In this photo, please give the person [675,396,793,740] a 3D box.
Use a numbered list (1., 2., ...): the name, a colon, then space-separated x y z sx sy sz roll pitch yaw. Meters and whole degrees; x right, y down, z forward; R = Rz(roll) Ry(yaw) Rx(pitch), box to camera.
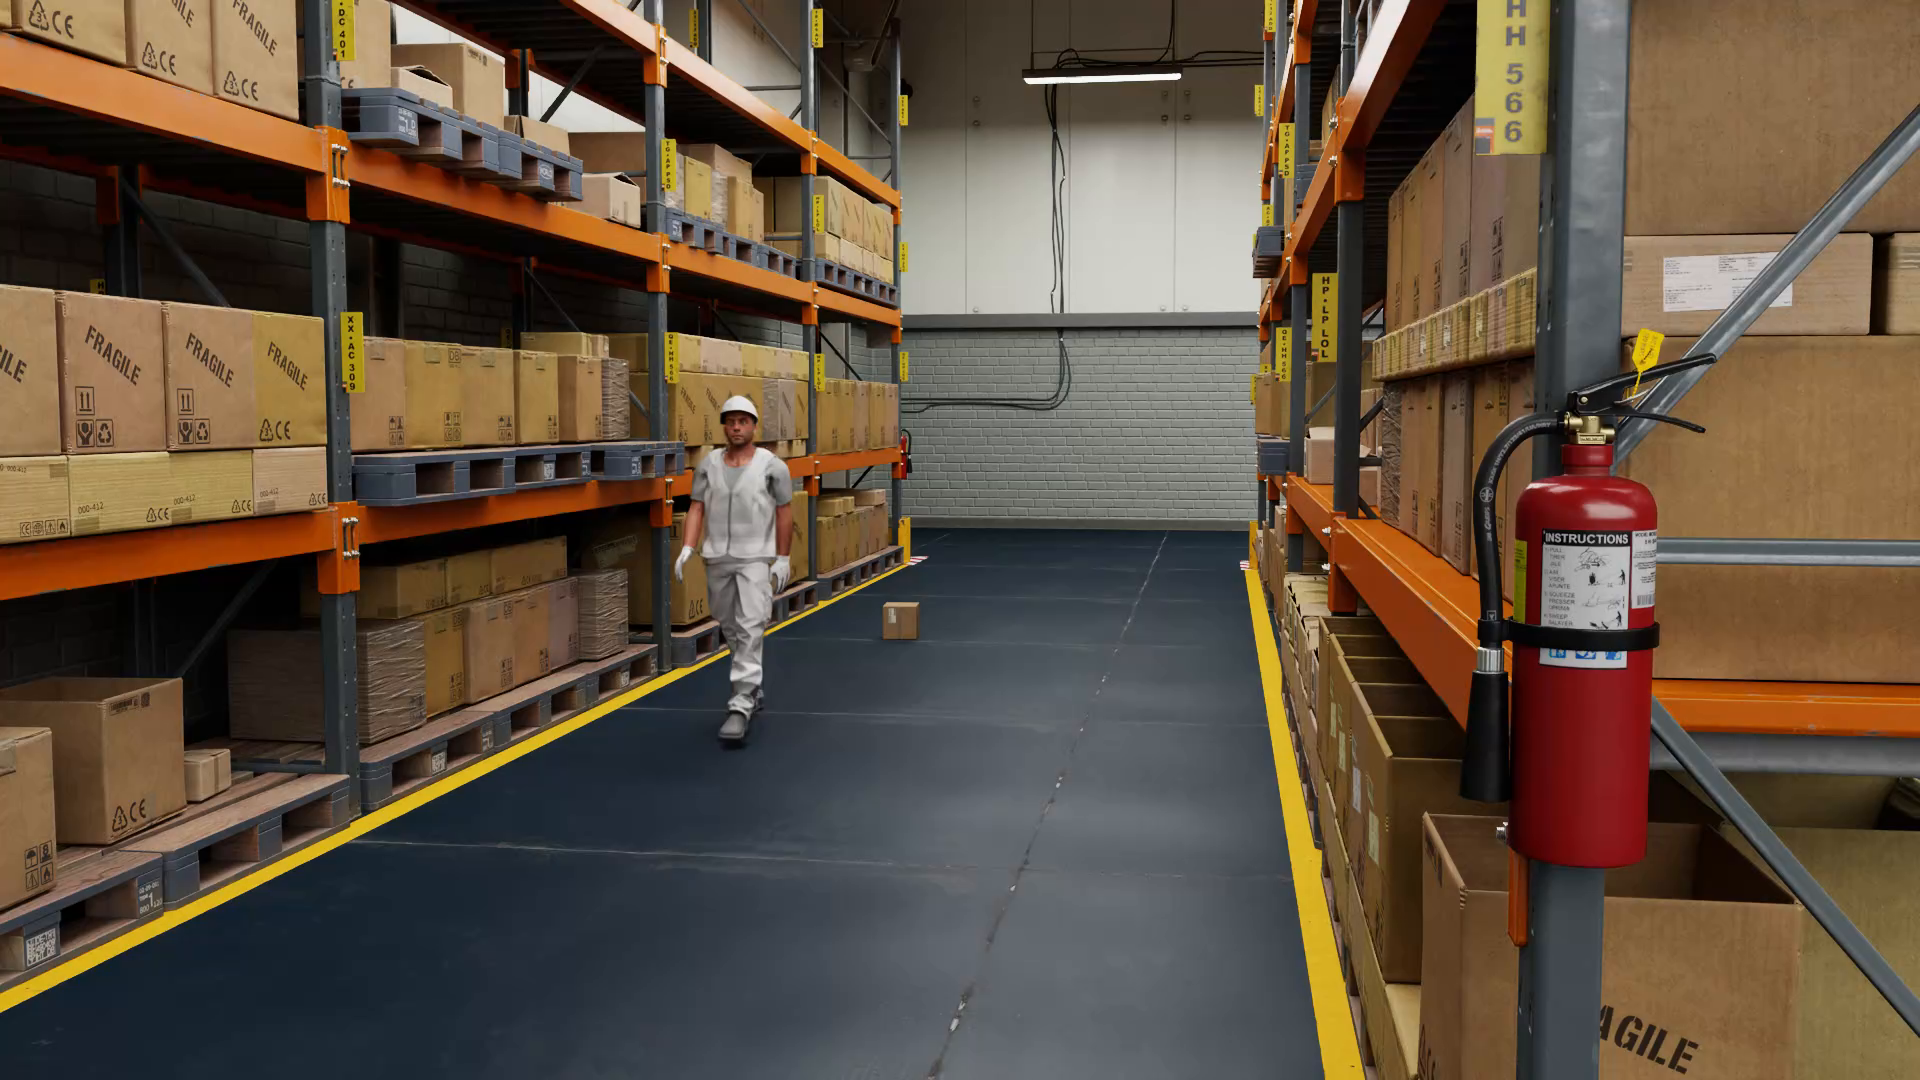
1. person: -1.209 0.113 8.723 0.539 1.738 0.962 1 5 14
